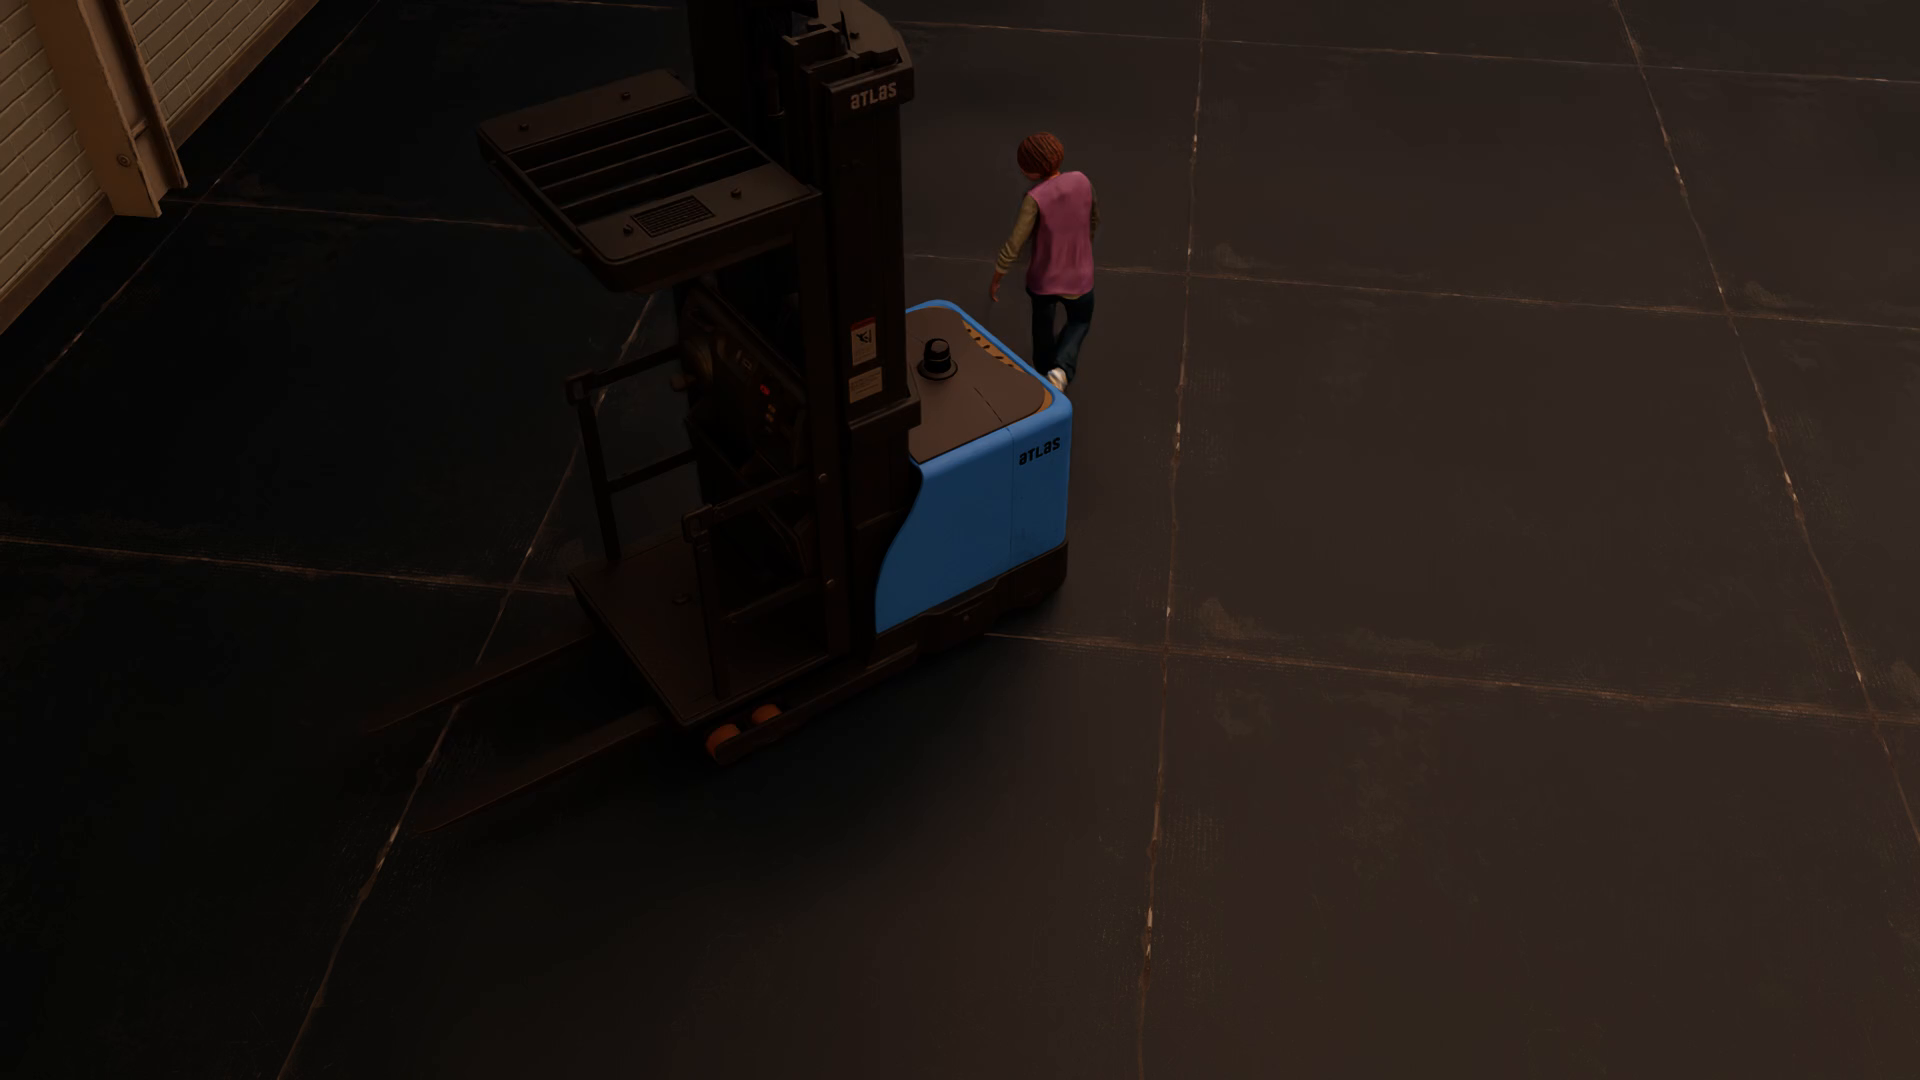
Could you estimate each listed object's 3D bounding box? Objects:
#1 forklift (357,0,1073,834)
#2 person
[{"bbox_3d":[-1.014,-0.563,6.338,3.031,2.935,1.130,-25,48,-25],"label":"forklift"},{"bbox_3d":[0.435,-1.315,8.330,0.576,1.382,0.647,-3,43,-3],"label":"person"}]
